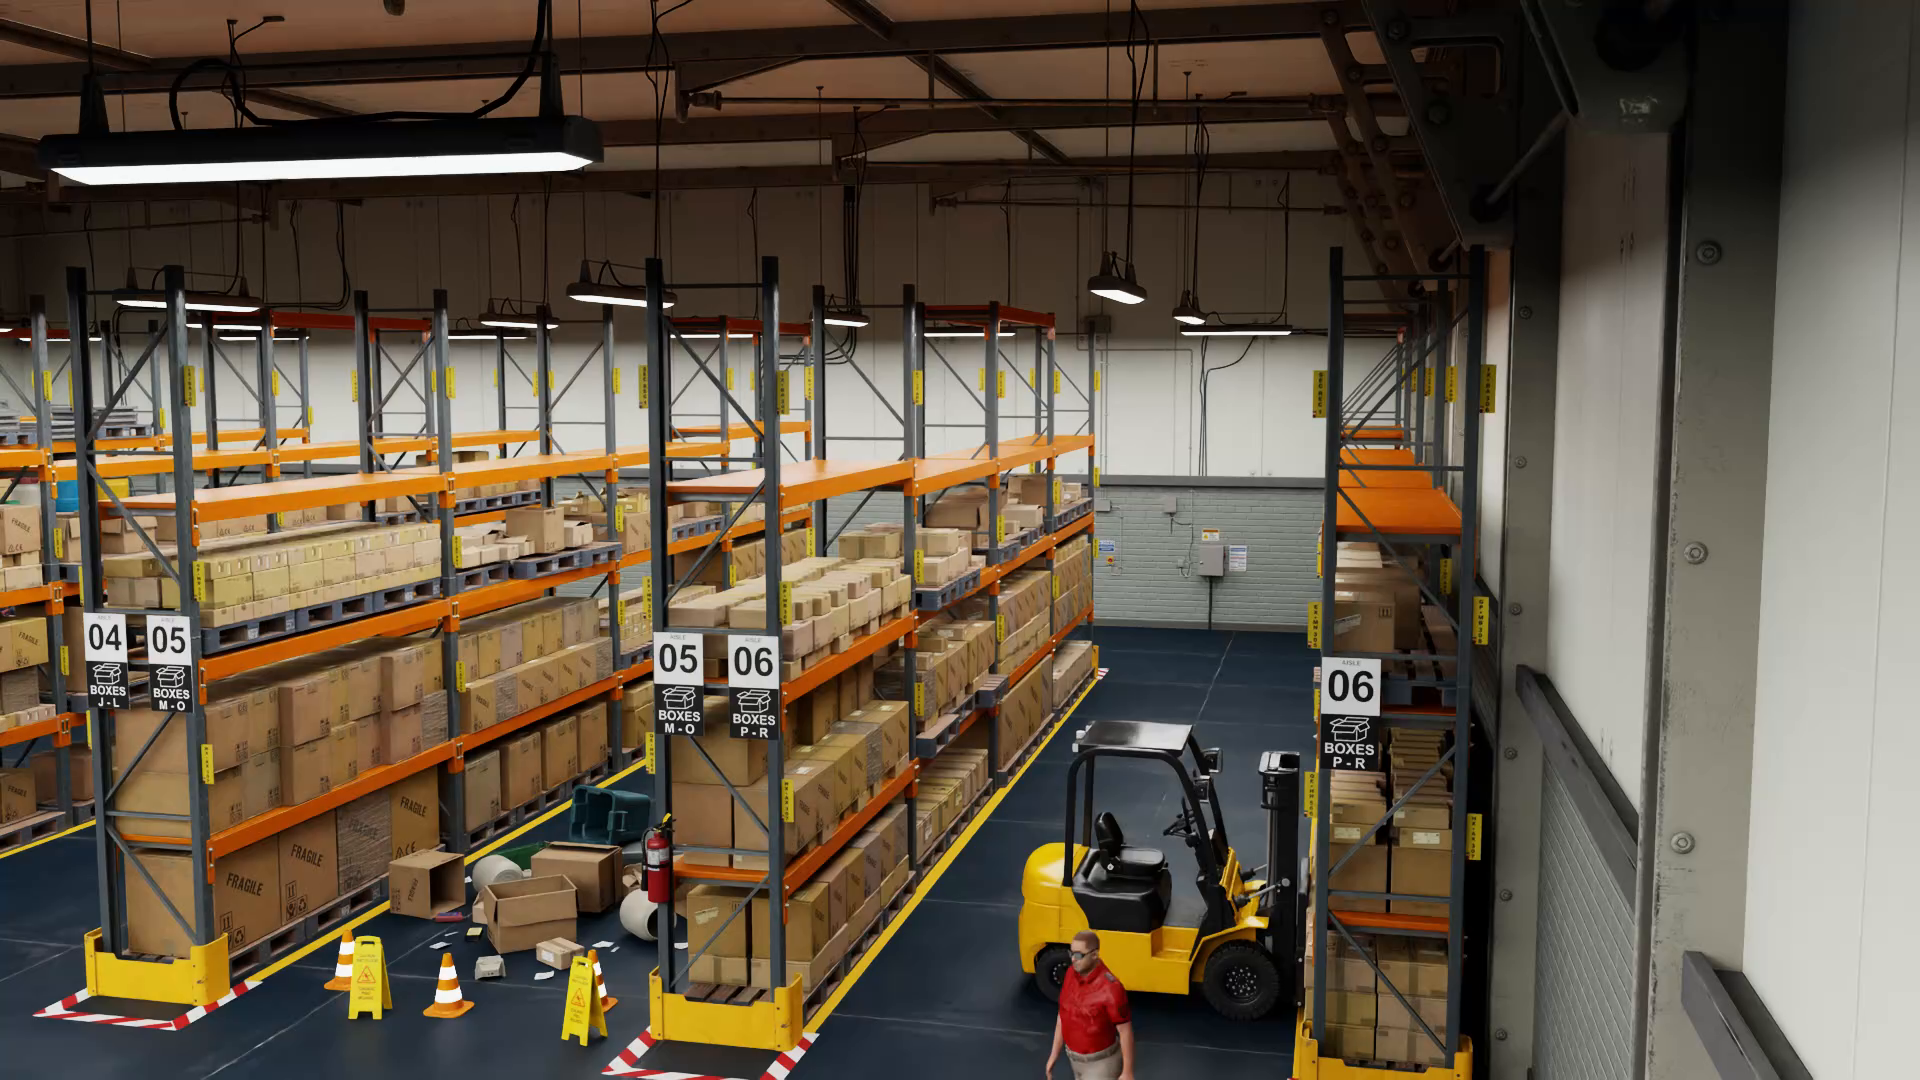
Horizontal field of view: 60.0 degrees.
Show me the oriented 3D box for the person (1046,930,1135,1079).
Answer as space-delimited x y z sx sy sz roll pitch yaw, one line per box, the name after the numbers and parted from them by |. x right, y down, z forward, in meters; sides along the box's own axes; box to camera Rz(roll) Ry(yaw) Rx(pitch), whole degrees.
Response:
0.795 3.269 10.339 0.863 1.710 0.579 -3 6 -27 | person
